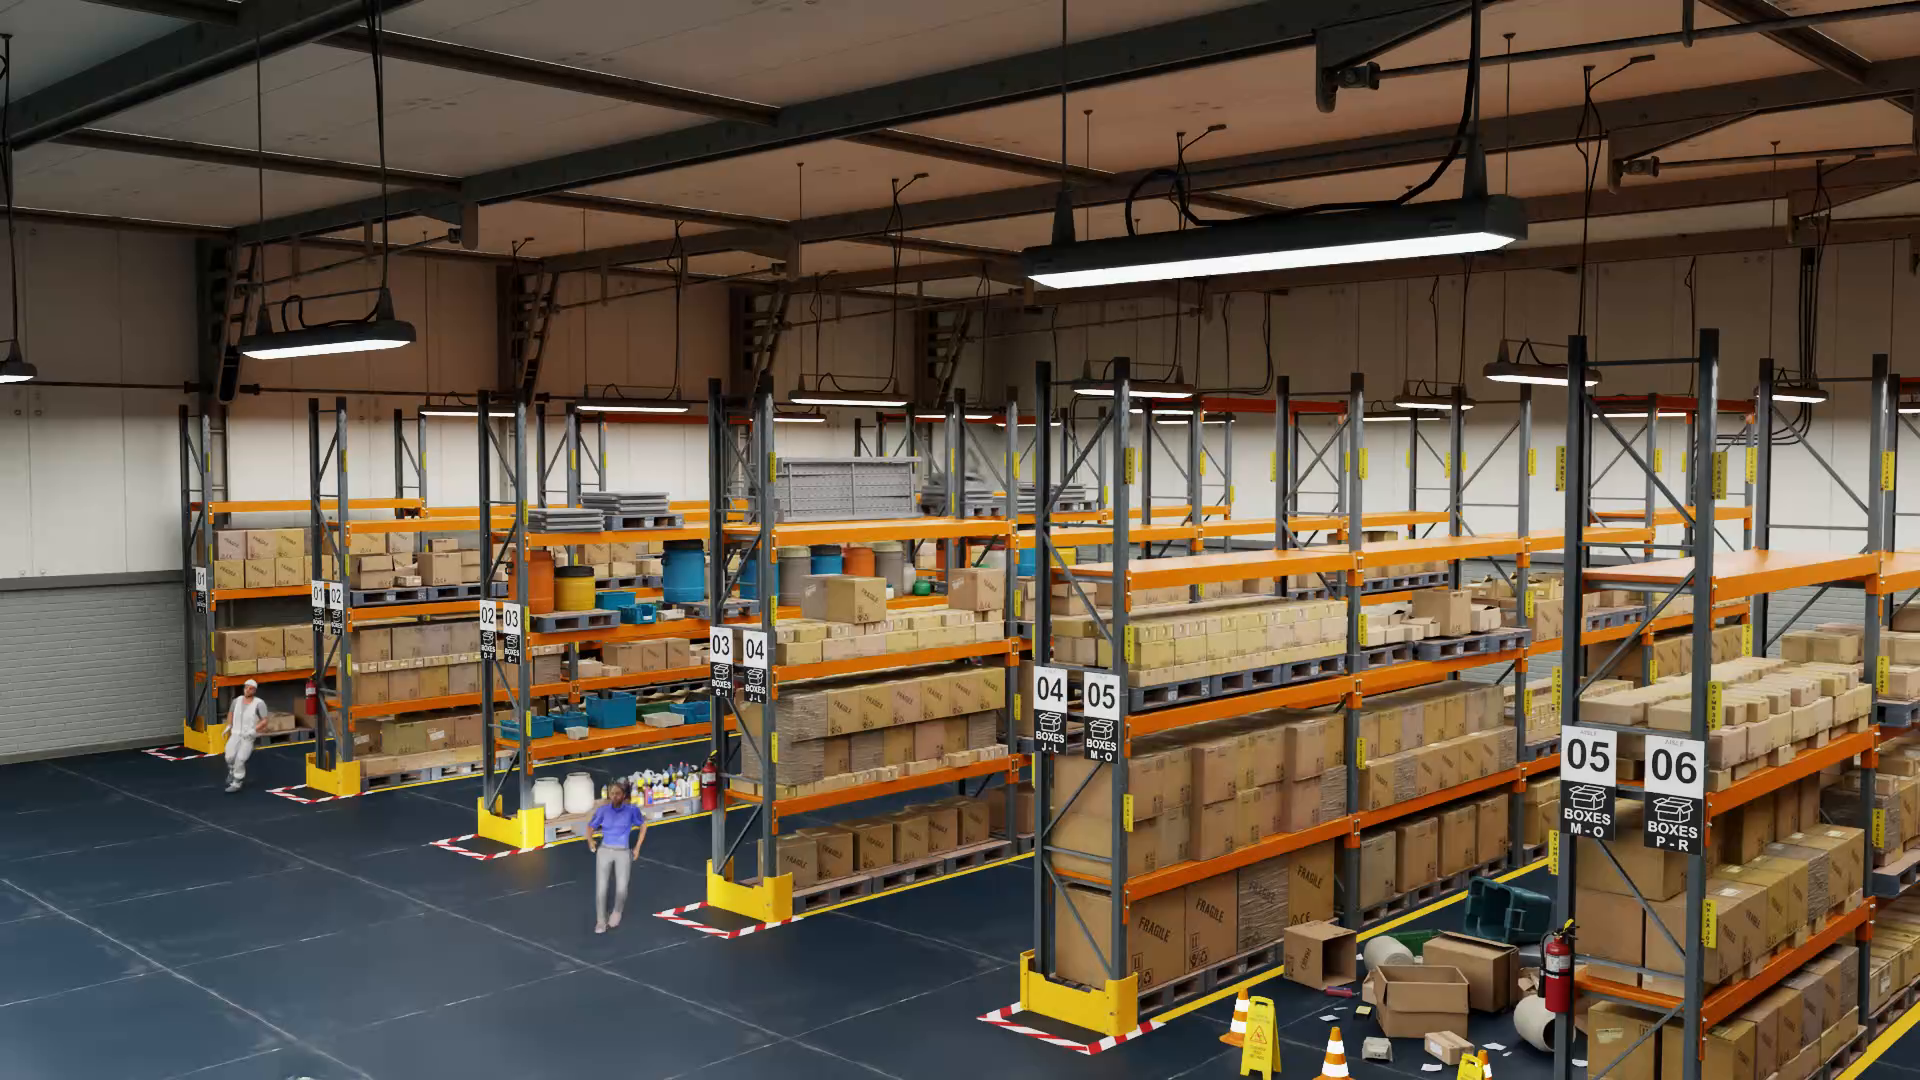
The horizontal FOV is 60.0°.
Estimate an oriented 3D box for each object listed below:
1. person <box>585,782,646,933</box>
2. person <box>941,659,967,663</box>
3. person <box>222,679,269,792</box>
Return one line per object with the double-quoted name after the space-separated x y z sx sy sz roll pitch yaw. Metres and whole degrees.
-3.701 3.419 17.859 0.645 1.620 0.576 0 3 -8 "person"
-0.244 2.607 31.949 0.644 1.728 0.592 2 4 32 "person"
-10.875 2.977 25.223 0.713 1.712 0.560 0 3 -1 "person"
